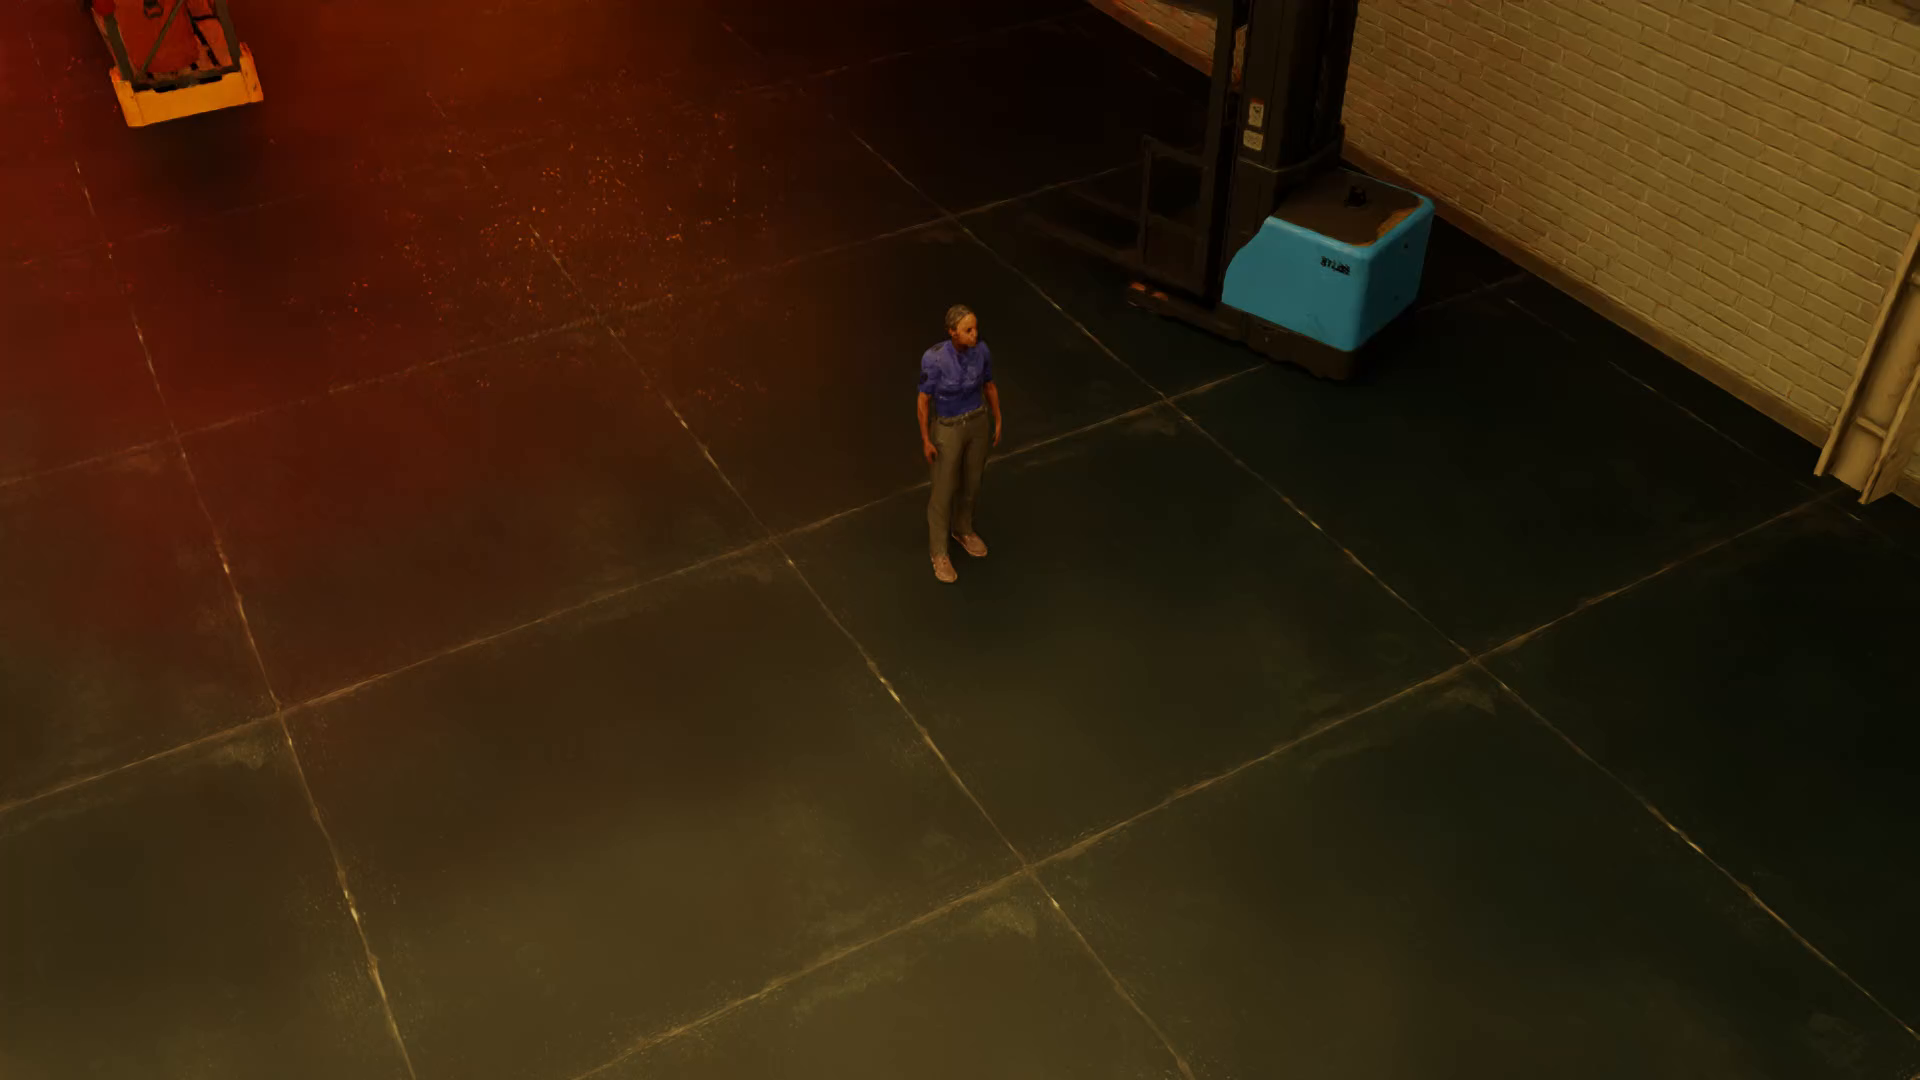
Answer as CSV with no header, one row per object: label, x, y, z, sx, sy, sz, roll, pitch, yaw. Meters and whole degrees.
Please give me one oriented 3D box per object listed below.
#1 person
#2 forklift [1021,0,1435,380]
person,0.027,-0.587,9.733,0.570,1.654,0.503,-20,44,-23
forklift,1.850,-3.030,11.690,3.031,2.935,1.130,28,47,30
